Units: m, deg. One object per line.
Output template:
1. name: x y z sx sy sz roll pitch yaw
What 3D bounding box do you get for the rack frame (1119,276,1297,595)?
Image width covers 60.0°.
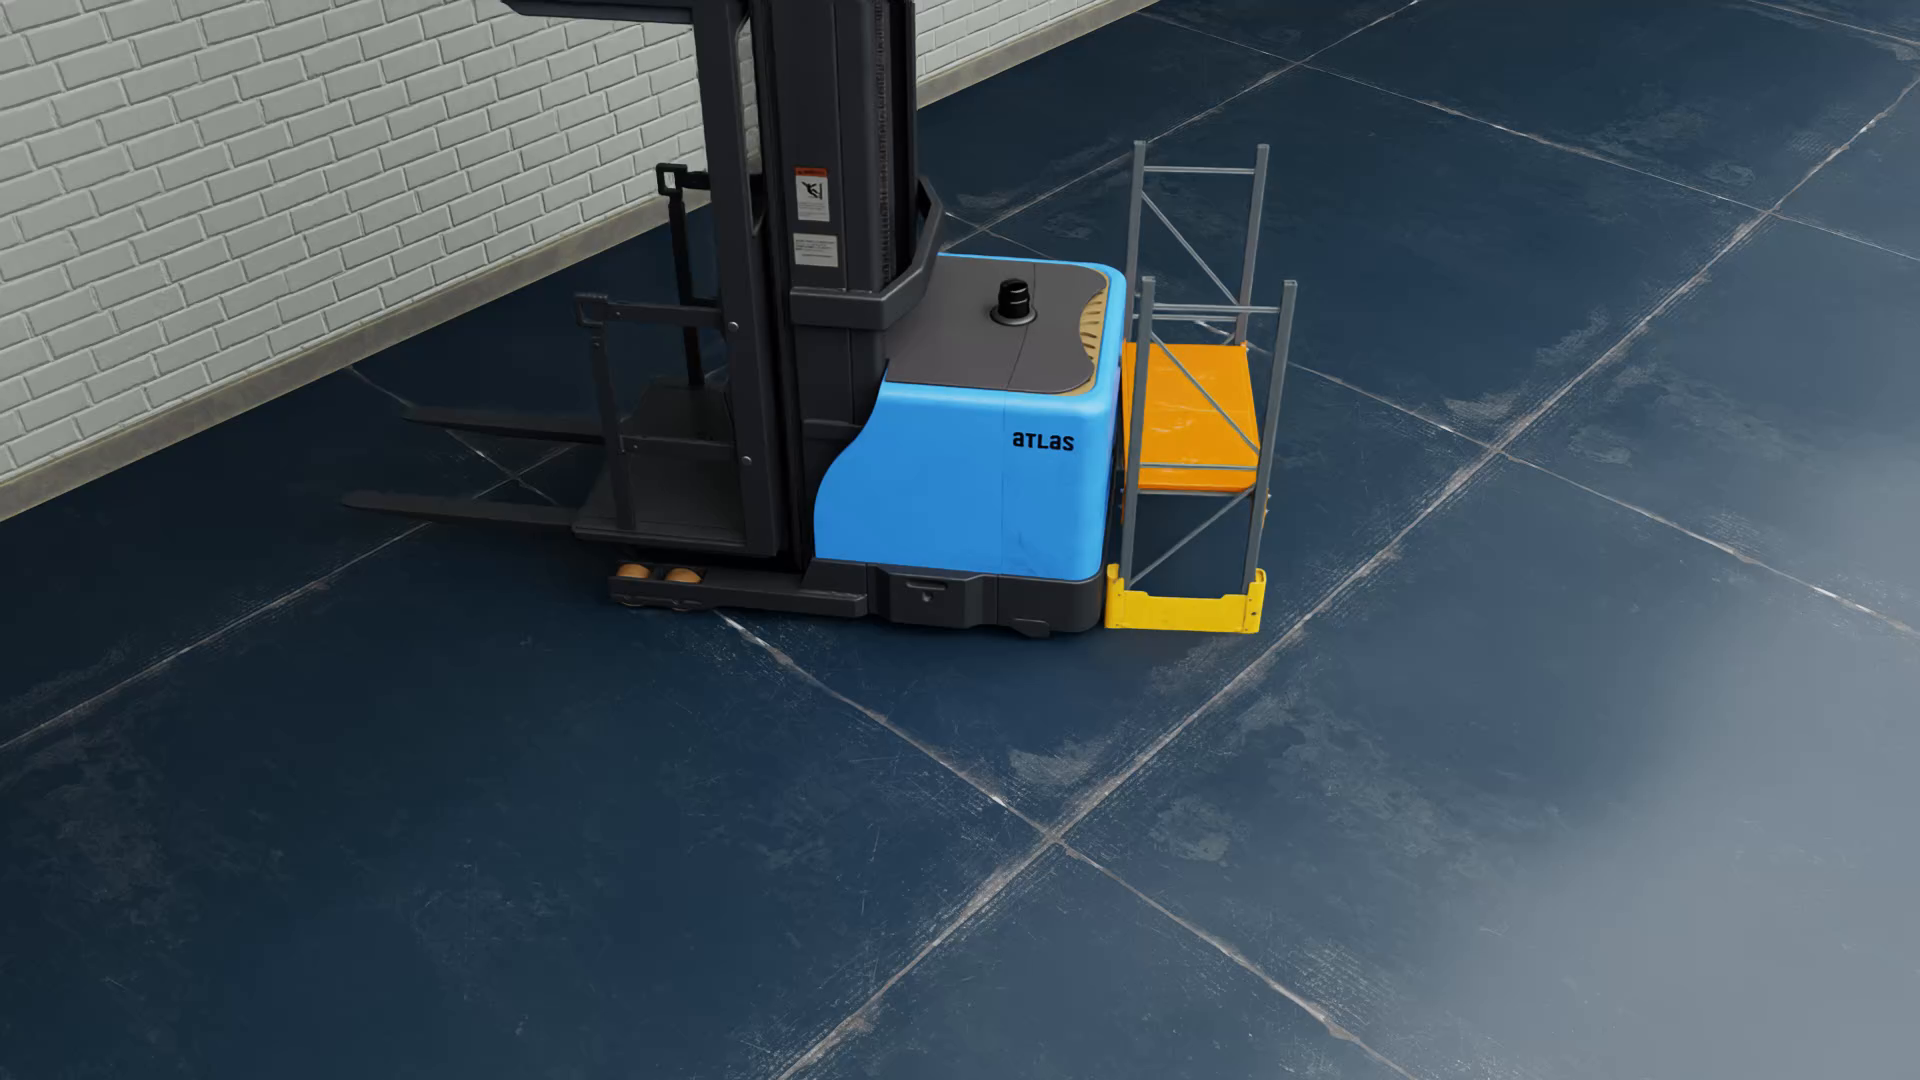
1. rack frame: 0.842 -0.255 5.866 0.500 1.500 0.032 2 39 3

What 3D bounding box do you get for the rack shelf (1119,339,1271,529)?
1. rack shelf: 0.871 -0.430 6.375 0.538 0.185 1.000 2 39 3

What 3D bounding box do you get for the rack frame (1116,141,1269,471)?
1. rack frame: 0.900 -0.887 6.660 0.500 1.500 0.032 2 39 3

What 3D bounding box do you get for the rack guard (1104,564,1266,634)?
1. rack guard: 0.843 0.222 6.270 0.587 0.250 0.087 2 39 3

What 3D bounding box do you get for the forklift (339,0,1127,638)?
1. forklift: -0.912 -1.193 5.895 3.031 2.935 1.130 5 39 6

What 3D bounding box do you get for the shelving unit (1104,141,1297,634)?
1. shelving unit: 0.871 -0.577 6.270 0.587 1.500 1.083 2 39 3
